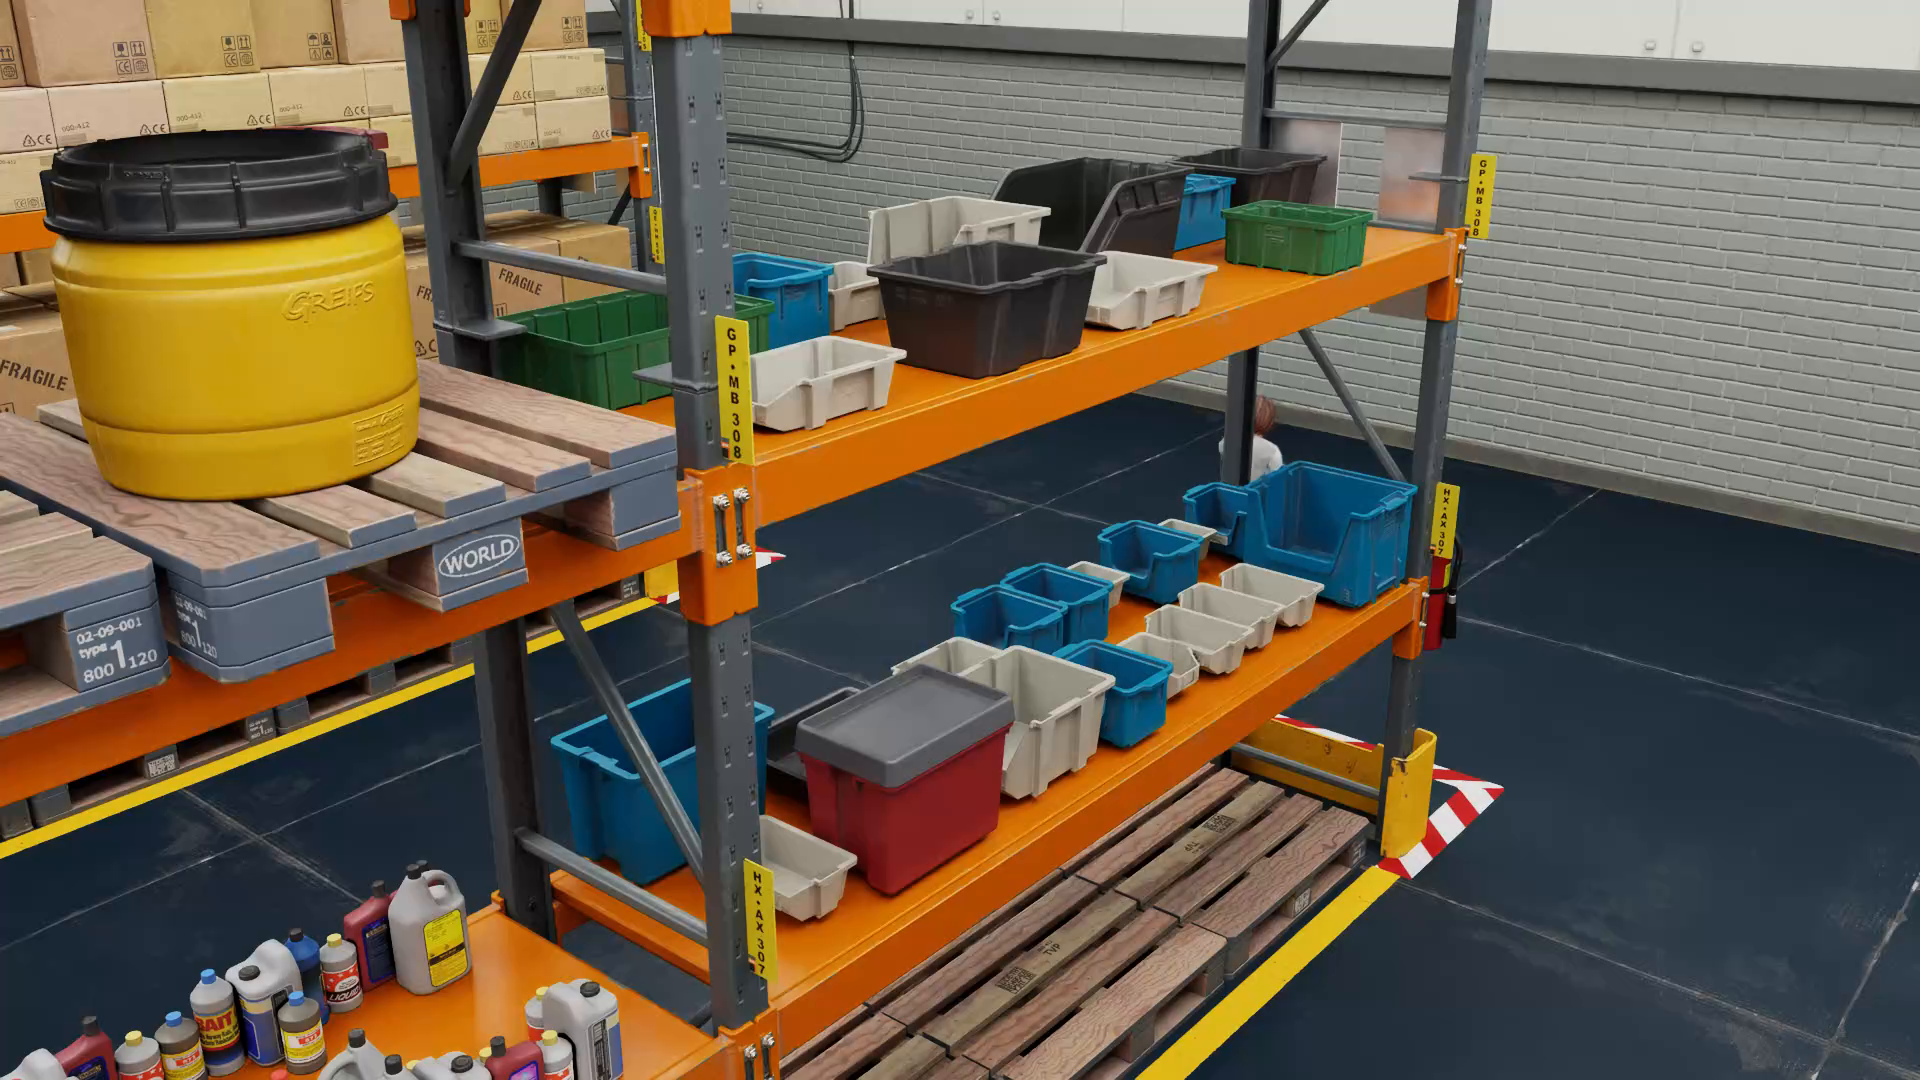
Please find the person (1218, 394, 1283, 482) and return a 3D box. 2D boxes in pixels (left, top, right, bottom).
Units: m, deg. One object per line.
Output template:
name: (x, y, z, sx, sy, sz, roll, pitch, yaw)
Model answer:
person: (1.594, -0.028, 9.204, 0.374, 1.576, 0.527, 15, 25, 35)
